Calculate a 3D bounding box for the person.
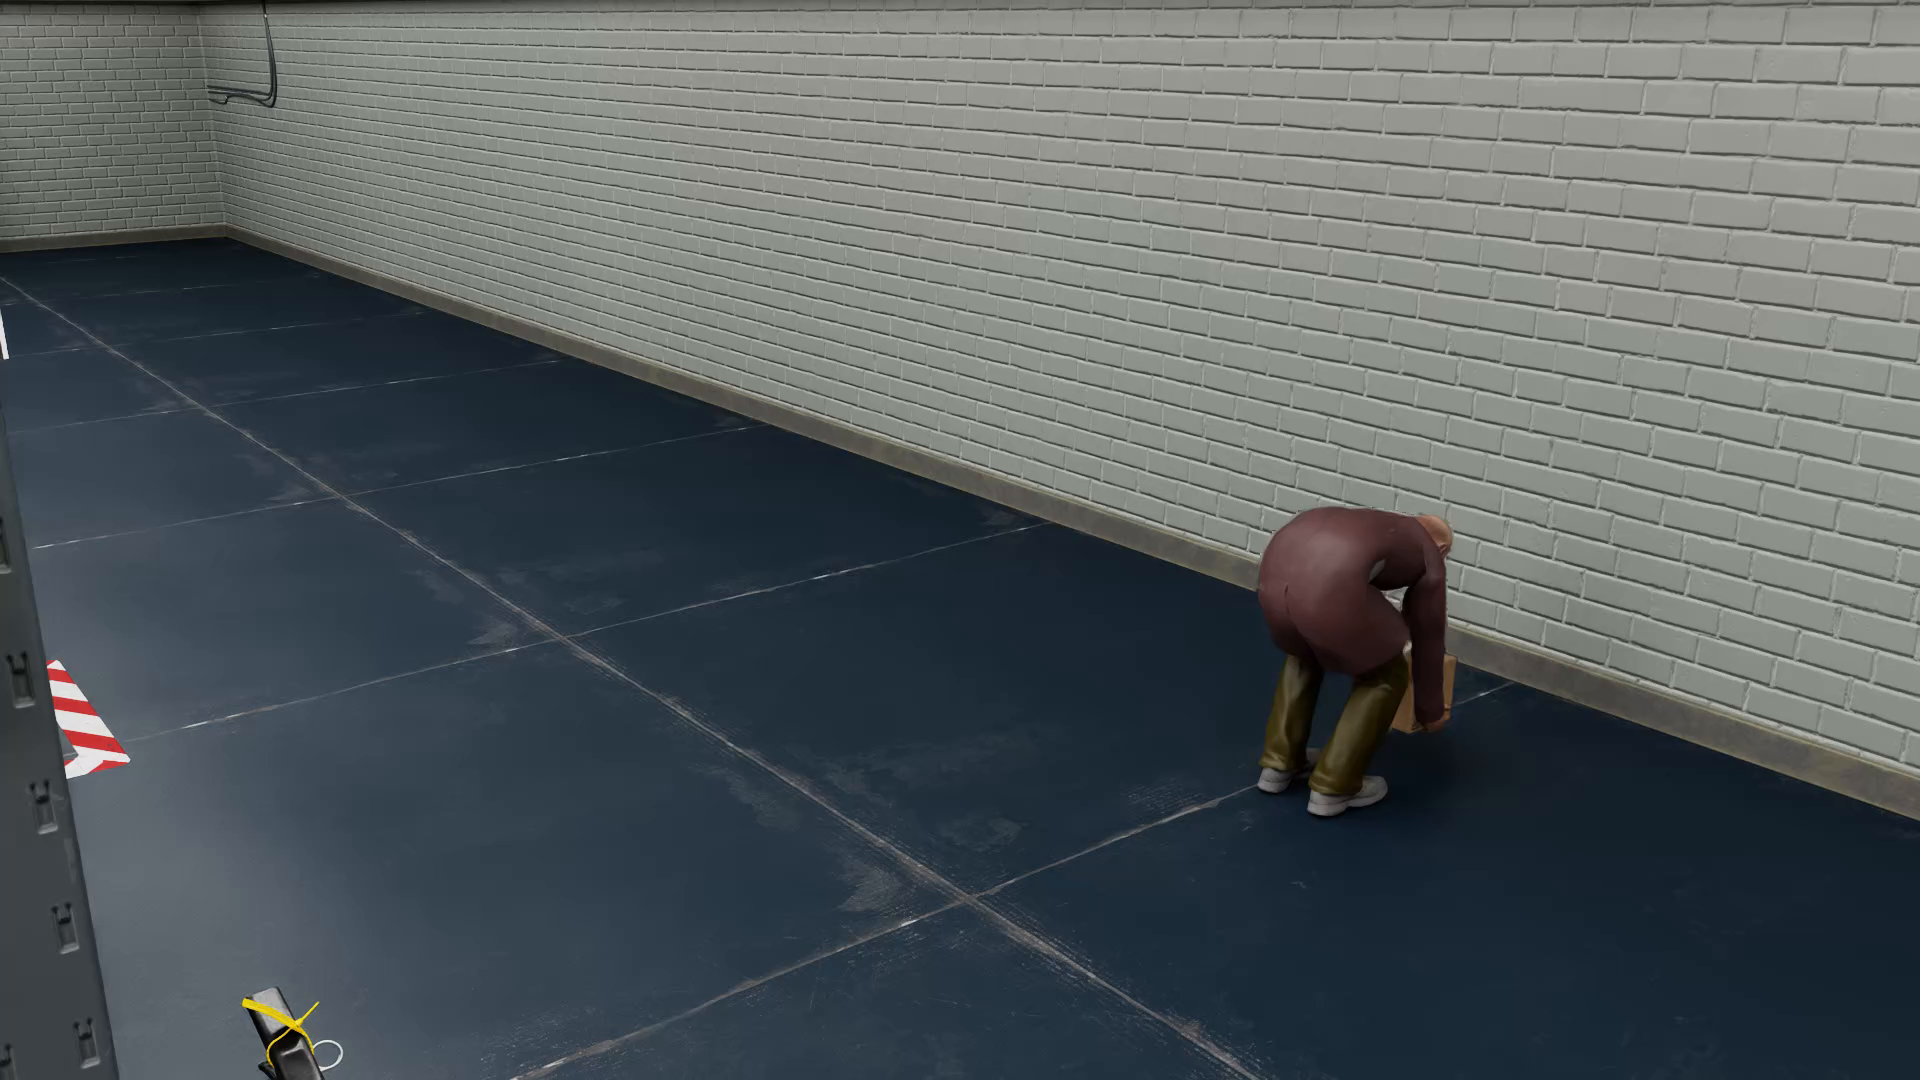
[{"bbox_3d":[1.463,0.371,6.057,0.949,1.078,0.581,-15,23,-39],"label":"person"}]
